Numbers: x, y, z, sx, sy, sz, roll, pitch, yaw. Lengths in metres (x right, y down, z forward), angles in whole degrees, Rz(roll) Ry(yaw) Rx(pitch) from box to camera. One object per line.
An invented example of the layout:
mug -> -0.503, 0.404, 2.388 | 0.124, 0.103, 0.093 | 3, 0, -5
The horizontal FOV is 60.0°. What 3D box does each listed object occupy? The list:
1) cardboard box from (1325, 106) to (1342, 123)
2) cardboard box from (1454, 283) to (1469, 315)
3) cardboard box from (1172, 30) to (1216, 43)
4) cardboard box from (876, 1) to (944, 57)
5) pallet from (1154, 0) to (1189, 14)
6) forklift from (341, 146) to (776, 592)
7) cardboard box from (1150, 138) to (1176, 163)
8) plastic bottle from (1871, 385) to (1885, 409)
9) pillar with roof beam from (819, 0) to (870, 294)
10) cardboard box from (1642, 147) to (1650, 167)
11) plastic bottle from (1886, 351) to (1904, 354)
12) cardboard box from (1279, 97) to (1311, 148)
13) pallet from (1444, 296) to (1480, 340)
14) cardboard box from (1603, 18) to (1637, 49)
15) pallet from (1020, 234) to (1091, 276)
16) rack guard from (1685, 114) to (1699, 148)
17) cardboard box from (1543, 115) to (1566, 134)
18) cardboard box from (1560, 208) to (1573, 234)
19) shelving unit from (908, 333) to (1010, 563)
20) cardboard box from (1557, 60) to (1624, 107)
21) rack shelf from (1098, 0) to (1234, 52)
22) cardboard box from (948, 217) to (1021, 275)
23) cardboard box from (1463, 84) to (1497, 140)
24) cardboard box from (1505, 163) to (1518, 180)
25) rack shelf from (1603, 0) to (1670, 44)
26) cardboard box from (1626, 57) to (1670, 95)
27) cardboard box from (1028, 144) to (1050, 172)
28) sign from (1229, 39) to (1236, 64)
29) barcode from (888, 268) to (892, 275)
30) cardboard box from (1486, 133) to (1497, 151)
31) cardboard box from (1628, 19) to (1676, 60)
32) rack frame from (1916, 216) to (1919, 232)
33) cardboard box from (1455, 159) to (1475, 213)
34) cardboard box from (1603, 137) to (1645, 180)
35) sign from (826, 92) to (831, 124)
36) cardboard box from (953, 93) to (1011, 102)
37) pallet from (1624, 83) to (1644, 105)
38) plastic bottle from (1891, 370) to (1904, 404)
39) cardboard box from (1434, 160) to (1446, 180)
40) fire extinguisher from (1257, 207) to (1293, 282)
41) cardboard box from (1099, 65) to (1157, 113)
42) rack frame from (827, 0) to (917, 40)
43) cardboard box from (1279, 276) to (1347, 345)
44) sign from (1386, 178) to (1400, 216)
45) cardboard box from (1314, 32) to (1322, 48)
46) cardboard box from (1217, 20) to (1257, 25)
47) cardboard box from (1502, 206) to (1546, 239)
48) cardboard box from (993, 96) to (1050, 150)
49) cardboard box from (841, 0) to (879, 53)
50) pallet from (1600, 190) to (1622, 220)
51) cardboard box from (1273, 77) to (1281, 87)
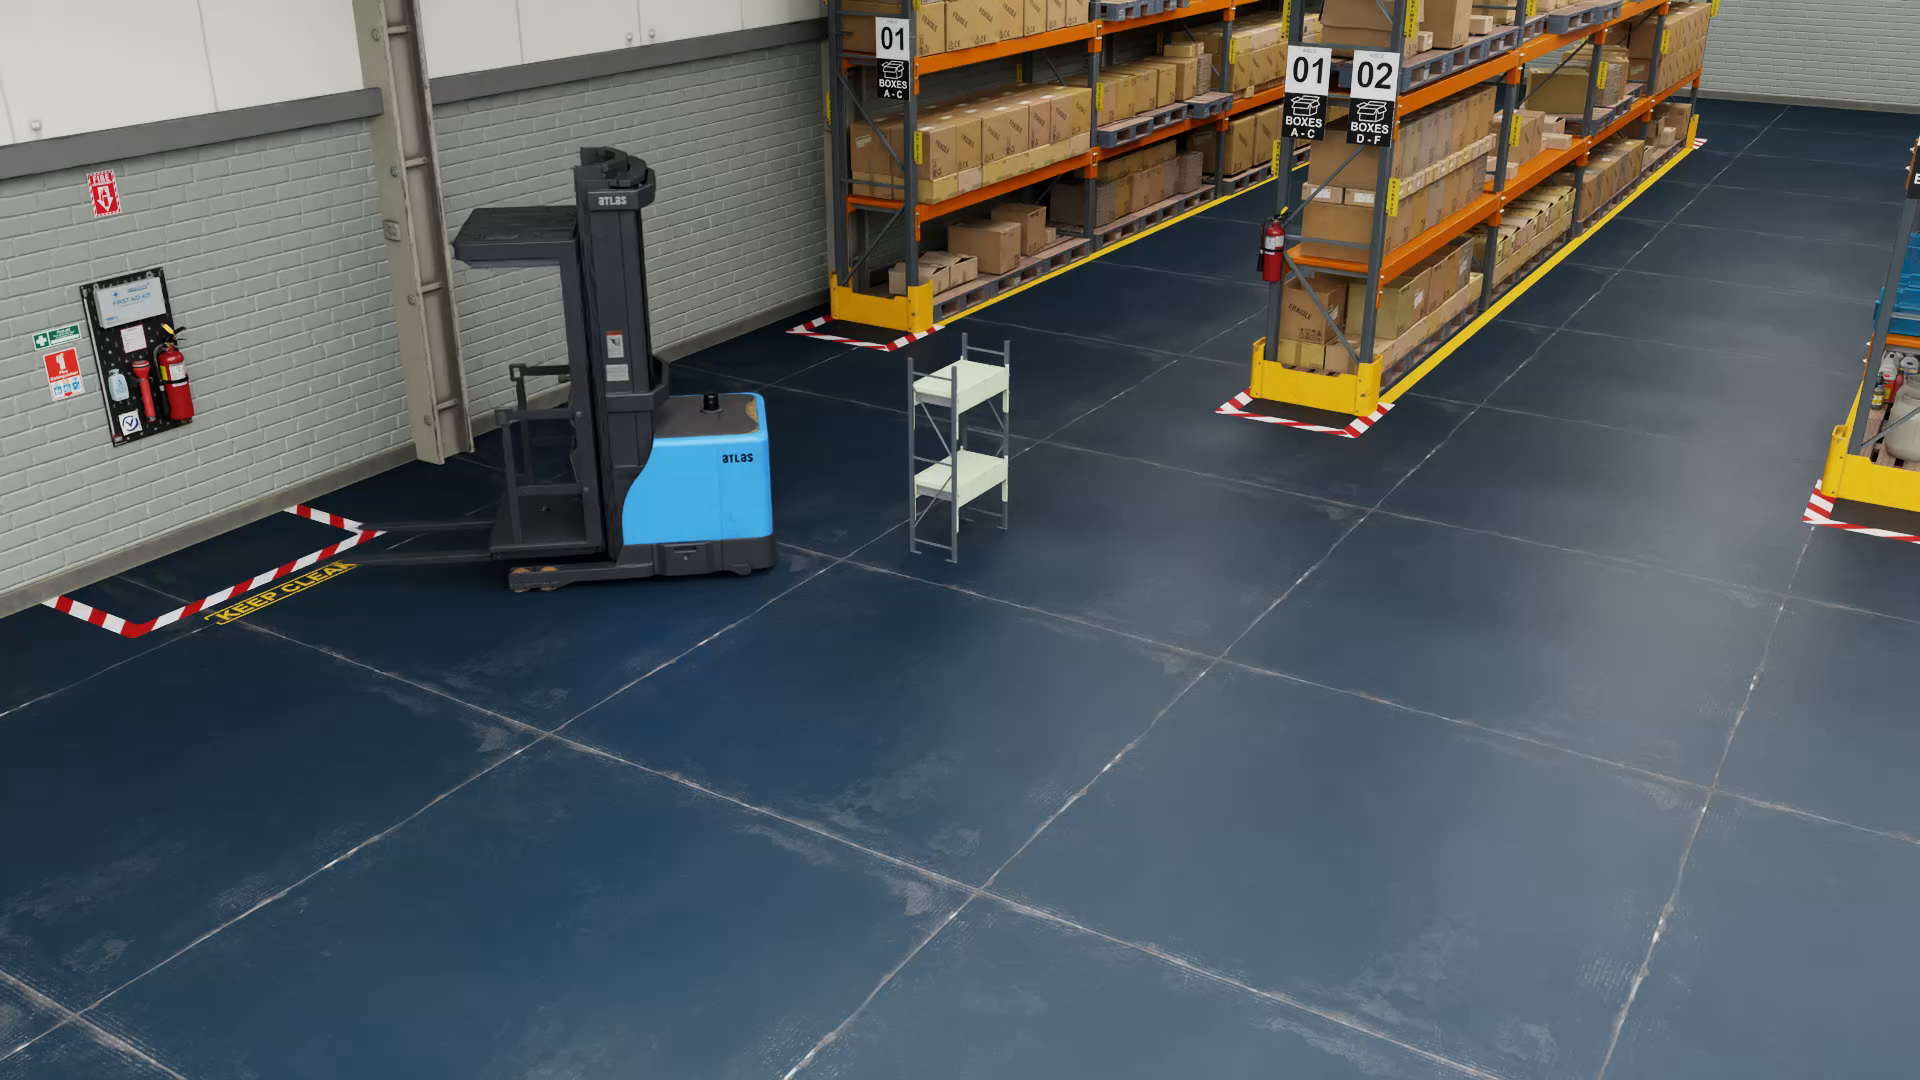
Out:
cardboard box -> 5.920, -7.045, 27.702 | 0.700, 0.500, 0.500 | 14, 27, 30
cardboard box -> 5.098, -2.594, 17.734 | 0.500, 0.250, 0.500 | 14, 27, 29
cardboard box -> 3.347, -7.162, 23.884 | 0.500, 0.250, 0.500 | 15, 27, 30
cardboard box -> -0.503, -5.211, 16.920 | 0.500, 0.500, 0.500 | 15, 27, 30
pallet -> 2.179, -6.896, 21.200 | 1.213, 0.211, 1.003 | 14, 27, 29
forklift -> -2.891, -1.201, 11.670 | 3.031, 2.935, 1.130 | -3, 24, -8
cardboard box -> 2.639, -5.384, 22.897 | 0.500, 0.250, 0.500 | 14, 27, 30
plastic bottle -> 8.121, -1.272, 14.717 | 0.097, 0.201, 0.097 | 0, 23, 0
pillar with roof beam -> 2.400, -5.987, 15.089 | 9.100, 9.000, 0.400 | 14, 27, 29
cardboard box -> 10.054, -5.796, 25.030 | 0.500, 0.311, 0.500 | 14, 27, 29
plastic bottle -> 8.757, -1.730, 15.586 | 0.144, 0.351, 0.185 | 13, 26, 27
cardboard box -> 5.206, -6.728, 26.530 | 0.750, 0.750, 0.750 | 14, 27, 30
pallet -> 4.974, -2.493, 18.078 | 1.003, 0.211, 1.213 | 14, 27, 29
cardboard box -> 9.696, -7.462, 24.662 | 0.500, 0.500, 0.500 | 14, 27, 29
pallet -> 0.894, -3.555, 20.532 | 1.003, 0.211, 1.213 | 14, 27, 29
rack guard -> 11.719, -6.909, 27.916 | 1.175, 0.500, 0.348 | 14, 27, 29
cardboard box -> 7.310, -5.227, 20.997 | 0.500, 0.311, 0.500 | 16, 28, 32
cardboard box -> 7.468, -4.084, 21.177 | 0.500, 0.250, 0.500 | 15, 27, 30
shelving unit -> -0.004, -0.686, 12.282 | 0.431, 1.500, 0.755 | 14, 27, 29
cardboard box -> 8.420, -6.125, 22.305 | 0.700, 0.500, 0.500 | 20, 31, 39
rack shelf -> 2.273, -6.790, 21.625 | 1.077, 0.370, 4.000 | 14, 27, 29
cardboard box -> 0.280, -3.418, 19.297 | 0.700, 0.500, 0.500 | 12, 26, 26
cardboard box -> 5.200, -4.522, 17.497 | 0.700, 0.500, 0.500 | 14, 27, 29
cardboard box -> 6.070, -4.173, 18.765 | 0.380, 0.149, 0.250 | 14, 27, 29
rack shelf -> 8.594, -7.103, 22.348 | 1.077, 0.370, 4.000 | 14, 27, 29
cardboard box -> 10.149, -6.893, 24.606 | 0.500, 0.500, 0.500 | 15, 27, 30
cardboard box -> 0.704, -4.446, 19.244 | 0.500, 0.250, 0.500 | 14, 27, 29
sign -> 3.794, -6.803, 23.167 | 0.100, 0.325, 0.005 | 14, 27, 29
barcode -> -0.780, -2.995, 18.549 | 0.001, 0.075, 0.075 | 14, 27, 29
cardboard box -> 5.467, -4.239, 17.659 | 0.380, 0.149, 0.250 | 14, 27, 29
cardboard box -> 10.136, -7.337, 24.373 | 0.500, 0.500, 0.500 | 15, 27, 30
rack frame -> 9.635, -2.993, 15.723 | 1.000, 3.000, 0.127 | 14, 27, 29
cardboard box -> 4.927, -3.747, 17.340 | 0.700, 0.500, 0.500 | 14, 27, 28
cardboard box -> 9.632, -5.560, 24.246 | 0.500, 0.500, 0.500 | 14, 27, 29
sign -> -1.353, -4.518, 17.391 | 0.100, 0.325, 0.005 | 14, 27, 29
cardboard box -> 0.249, -4.897, 19.343 | 0.500, 0.500, 0.500 | 15, 27, 30
pallet -> 9.135, -6.397, 23.829 | 1.003, 0.211, 1.213 | 14, 27, 29
plastic bottle -> 8.368, -1.367, 14.833 | 0.061, 0.283, 0.133 | 14, 27, 29
cardboard box -> 4.520, -3.631, 16.256 | 0.380, 0.149, 0.250 | 14, 27, 29
fire extinguisher -> 2.862, -2.704, 15.153 | 0.296, 0.674, 0.183 | 14, 27, 29
cardboard box -> 2.137, -5.897, 21.752 | 0.700, 0.500, 0.500 | 18, 29, 36
rack frame -> -0.892, -6.472, 16.208 | 1.000, 3.000, 0.127 | 14, 27, 29
cardboard box -> 3.349, -2.200, 15.881 | 0.500, 0.500, 0.500 | 14, 27, 29
sign -> 3.787, -2.997, 14.544 | 0.100, 0.325, 0.005 | 14, 27, 29
cardboard box -> 5.409, -7.752, 26.191 | 0.500, 0.500, 0.500 | 13, 27, 28
cardboard box -> 4.165, -7.680, 25.082 | 0.500, 0.250, 0.500 | 13, 27, 28
cardboard box -> 6.668, -3.827, 19.876 | 0.500, 0.311, 0.500 | 15, 27, 30
cardboard box -> 0.699, -4.791, 19.098 | 0.500, 0.500, 0.500 | 13, 27, 27
cardboard box -> -0.887, -5.344, 17.228 | 0.500, 0.500, 0.500 | 16, 28, 33
pallet -> 8.609, -4.756, 23.307 | 1.003, 0.211, 1.213 | 14, 27, 29
cardboard box -> 4.643, -6.982, 25.230 | 0.380, 0.149, 0.250 | 15, 27, 31
